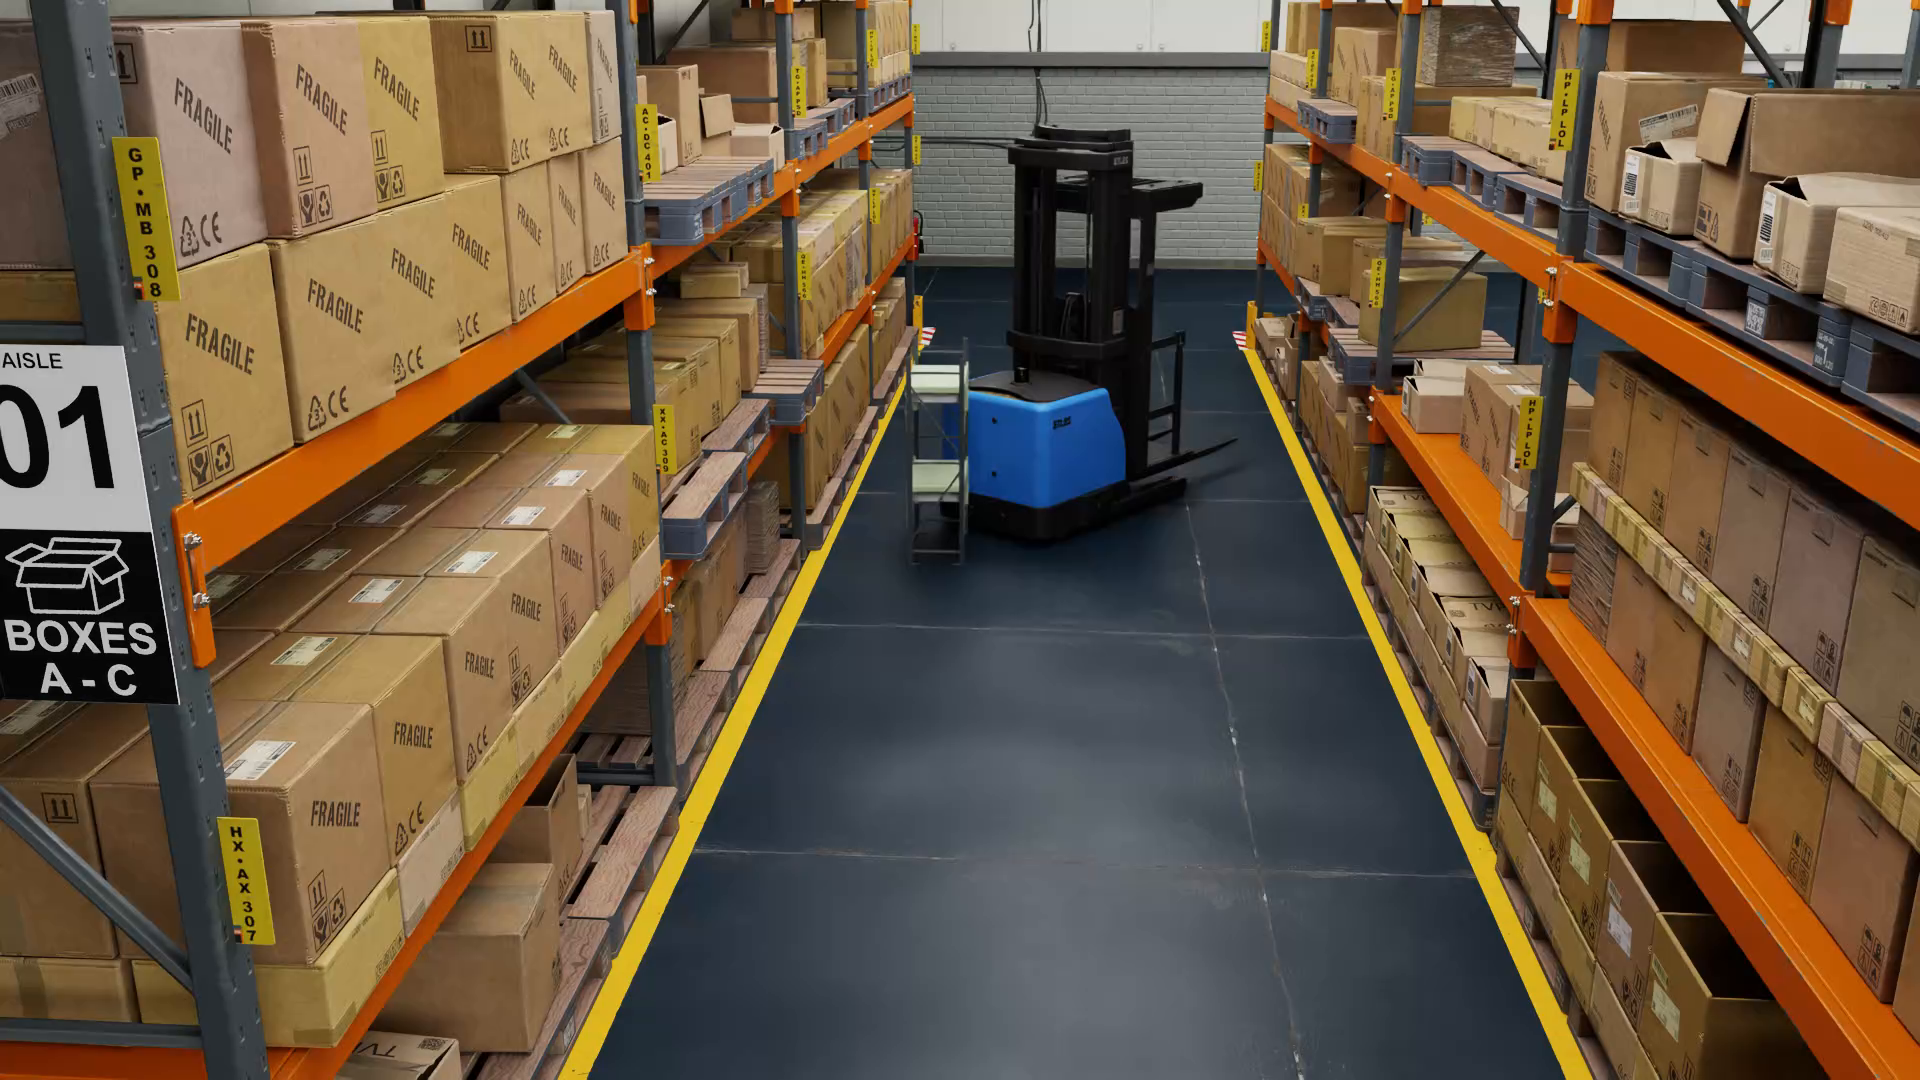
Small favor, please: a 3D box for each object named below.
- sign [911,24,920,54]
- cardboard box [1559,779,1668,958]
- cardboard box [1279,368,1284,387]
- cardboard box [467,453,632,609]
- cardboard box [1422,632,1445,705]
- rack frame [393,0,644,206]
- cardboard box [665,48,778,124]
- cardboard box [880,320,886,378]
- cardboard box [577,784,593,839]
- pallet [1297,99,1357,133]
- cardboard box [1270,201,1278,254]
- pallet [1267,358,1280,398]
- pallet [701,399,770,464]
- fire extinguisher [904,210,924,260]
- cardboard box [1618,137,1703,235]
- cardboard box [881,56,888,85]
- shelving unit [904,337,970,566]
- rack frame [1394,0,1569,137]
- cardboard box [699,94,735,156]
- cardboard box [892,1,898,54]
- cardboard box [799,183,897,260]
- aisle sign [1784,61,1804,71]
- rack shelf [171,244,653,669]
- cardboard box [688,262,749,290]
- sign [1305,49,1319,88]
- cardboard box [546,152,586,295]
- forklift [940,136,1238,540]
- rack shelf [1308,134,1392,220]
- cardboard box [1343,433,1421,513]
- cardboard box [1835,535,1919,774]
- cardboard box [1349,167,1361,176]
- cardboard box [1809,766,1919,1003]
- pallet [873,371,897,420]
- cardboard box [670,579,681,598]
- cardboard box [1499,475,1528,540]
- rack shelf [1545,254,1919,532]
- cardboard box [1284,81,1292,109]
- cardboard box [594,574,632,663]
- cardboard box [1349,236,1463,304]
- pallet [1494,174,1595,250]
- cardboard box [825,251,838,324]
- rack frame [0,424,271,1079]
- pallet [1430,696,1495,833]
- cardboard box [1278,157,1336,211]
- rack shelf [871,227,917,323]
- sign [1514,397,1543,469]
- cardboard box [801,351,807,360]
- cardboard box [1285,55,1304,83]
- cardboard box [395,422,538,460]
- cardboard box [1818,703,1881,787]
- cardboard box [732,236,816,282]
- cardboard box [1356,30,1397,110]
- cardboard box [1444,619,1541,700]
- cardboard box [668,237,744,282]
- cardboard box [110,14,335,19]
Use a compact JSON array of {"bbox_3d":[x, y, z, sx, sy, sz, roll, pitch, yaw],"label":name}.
[{"bbox_3d":[-0.496,-5.577,18.514,0.100,0.325,0.005,1,18,4],"label":"sign"},{"bbox_3d":[2.628,1.250,6.328,0.500,0.500,0.500,1,18,4],"label":"cardboard box"},{"bbox_3d":[3.343,-1.588,16.325,0.380,0.149,0.250,1,18,4],"label":"cardboard box"},{"bbox_3d":[-1.652,-0.044,6.743,0.500,0.500,0.500,1,18,4],"label":"cardboard box"},{"bbox_3d":[2.860,0.707,9.188,0.500,0.250,0.500,2,18,5],"label":"cardboard box"},{"bbox_3d":[-1.897,-2.909,6.848,1.000,3.000,0.127,1,18,4],"label":"rack frame"},{"bbox_3d":[-1.633,-3.131,11.477,0.700,0.500,0.500,0,18,0],"label":"cardboard box"},{"bbox_3d":[-1.128,-1.940,16.867,0.700,0.500,0.500,1,18,3],"label":"cardboard box"},{"bbox_3d":[-1.905,1.246,7.646,0.380,0.166,0.250,-1,18,-3],"label":"cardboard box"},{"bbox_3d":[3.501,-3.568,13.980,1.213,0.211,1.003,1,18,4],"label":"pallet"},{"bbox_3d":[3.540,-3.275,17.439,0.500,0.500,0.500,1,18,4],"label":"cardboard box"},{"bbox_3d":[3.753,-1.701,17.276,1.003,0.211,1.213,1,18,4],"label":"pallet"},{"bbox_3d":[-1.711,-0.593,9.724,1.003,0.211,1.213,1,18,4],"label":"pallet"},{"bbox_3d":[-0.565,-3.607,19.338,0.296,0.674,0.183,1,18,4],"label":"fire extinguisher"},{"bbox_3d":[2.707,-1.279,5.937,0.500,0.311,0.500,0,18,1],"label":"cardboard box"},{"bbox_3d":[-0.960,-4.510,15.959,0.500,0.250,0.500,1,18,3],"label":"cardboard box"},{"bbox_3d":[-0.156,-0.647,11.988,0.431,1.500,0.755,1,18,2],"label":"shelving unit"},{"bbox_3d":[3.331,-4.042,10.306,1.000,3.000,0.127,1,18,4],"label":"rack frame"},{"bbox_3d":[-1.795,-2.384,9.865,0.797,0.503,0.637,4,19,12],"label":"cardboard box"},{"bbox_3d":[-0.892,-5.192,16.834,0.500,0.500,0.500,0,18,1],"label":"cardboard box"},{"bbox_3d":[-1.168,-3.306,17.213,0.980,0.700,0.700,0,18,1],"label":"cardboard box"},{"bbox_3d":[9.143,-4.815,18.125,0.394,0.787,0.004,1,18,4],"label":"aisle sign"},{"bbox_3d":[-2.040,-0.520,5.532,1.077,0.370,4.000,1,18,4],"label":"rack shelf"},{"bbox_3d":[-1.605,-1.757,11.060,0.380,0.149,0.250,-1,18,-3],"label":"cardboard box"},{"bbox_3d":[3.076,-4.114,14.513,0.100,0.325,0.005,1,18,4],"label":"sign"},{"bbox_3d":[-1.735,-1.221,6.323,0.500,0.500,0.500,0,18,-1],"label":"cardboard box"},{"bbox_3d":[1.183,-1.748,13.153,1.129,2.867,3.031,15,23,38],"label":"forklift"},{"bbox_3d":[3.475,-2.895,12.780,1.077,0.370,4.000,1,18,4],"label":"rack shelf"},{"bbox_3d":[3.164,-0.508,12.463,0.500,0.500,0.500,2,18,6],"label":"cardboard box"},{"bbox_3d":[2.840,0.305,4.430,0.700,0.500,0.500,1,18,2],"label":"cardboard box"},{"bbox_3d":[3.969,-3.256,15.776,0.500,0.500,0.500,1,18,2],"label":"cardboard box"},{"bbox_3d":[2.837,0.938,4.581,0.700,0.500,0.500,2,18,5],"label":"cardboard box"},{"bbox_3d":[-1.190,-1.452,16.515,1.003,0.211,1.213,1,18,4],"label":"pallet"},{"bbox_3d":[-1.832,0.199,9.103,0.500,0.250,0.500,1,18,3],"label":"cardboard box"},{"bbox_3d":[2.925,-0.162,8.315,0.396,0.266,0.258,1,18,3],"label":"cardboard box"},{"bbox_3d":[2.901,-0.411,5.198,1.077,0.370,4.000,1,18,4],"label":"rack shelf"},{"bbox_3d":[3.502,-4.410,16.488,0.500,0.250,0.500,1,18,4],"label":"cardboard box"},{"bbox_3d":[-1.672,0.312,6.861,0.500,0.250,0.500,1,18,4],"label":"cardboard box"},{"bbox_3d":[3.553,-2.130,13.271,0.700,0.500,0.500,-3,18,-10],"label":"cardboard box"},{"bbox_3d":[3.095,-1.557,7.848,0.805,0.209,1.217,1,18,2],"label":"pallet"},{"bbox_3d":[-1.236,-1.960,12.918,0.500,0.500,0.500,1,18,4],"label":"cardboard box"},{"bbox_3d":[-2.183,1.184,3.991,1.000,3.000,0.127,1,18,4],"label":"rack frame"},{"bbox_3d":[3.059,1.147,8.584,1.003,0.211,1.213,1,18,4],"label":"pallet"},{"bbox_3d":[3.504,-3.591,16.797,0.500,0.500,0.500,1,18,3],"label":"cardboard box"},{"bbox_3d":[-1.180,-2.822,17.373,1.077,0.370,4.000,1,18,4],"label":"rack shelf"},{"bbox_3d":[2.503,-0.470,7.308,0.100,0.325,0.005,1,18,4],"label":"sign"},{"bbox_3d":[-1.328,-1.365,12.144,0.380,0.149,0.250,2,18,5],"label":"cardboard box"},{"bbox_3d":[3.496,-4.648,16.410,0.500,0.250,0.500,1,18,4],"label":"cardboard box"},{"bbox_3d":[-2.139,-0.211,7.255,0.500,0.500,0.500,1,18,3],"label":"cardboard box"},{"bbox_3d":[2.651,0.576,4.644,0.380,0.149,0.250,2,18,5],"label":"cardboard box"},{"bbox_3d":[-1.318,-1.999,11.832,0.500,0.250,0.500,2,18,5],"label":"cardboard box"},{"bbox_3d":[3.416,-3.584,12.731,0.600,0.600,0.600,1,18,2],"label":"cardboard box"},{"bbox_3d":[2.819,0.598,8.621,0.500,0.311,0.500,2,18,5],"label":"cardboard box"},{"bbox_3d":[-1.836,-2.002,11.839,0.500,0.250,0.500,2,18,5],"label":"cardboard box"},{"bbox_3d":[-2.284,-1.391,5.236,0.500,0.500,0.500,1,18,4],"label":"cardboard box"}]
